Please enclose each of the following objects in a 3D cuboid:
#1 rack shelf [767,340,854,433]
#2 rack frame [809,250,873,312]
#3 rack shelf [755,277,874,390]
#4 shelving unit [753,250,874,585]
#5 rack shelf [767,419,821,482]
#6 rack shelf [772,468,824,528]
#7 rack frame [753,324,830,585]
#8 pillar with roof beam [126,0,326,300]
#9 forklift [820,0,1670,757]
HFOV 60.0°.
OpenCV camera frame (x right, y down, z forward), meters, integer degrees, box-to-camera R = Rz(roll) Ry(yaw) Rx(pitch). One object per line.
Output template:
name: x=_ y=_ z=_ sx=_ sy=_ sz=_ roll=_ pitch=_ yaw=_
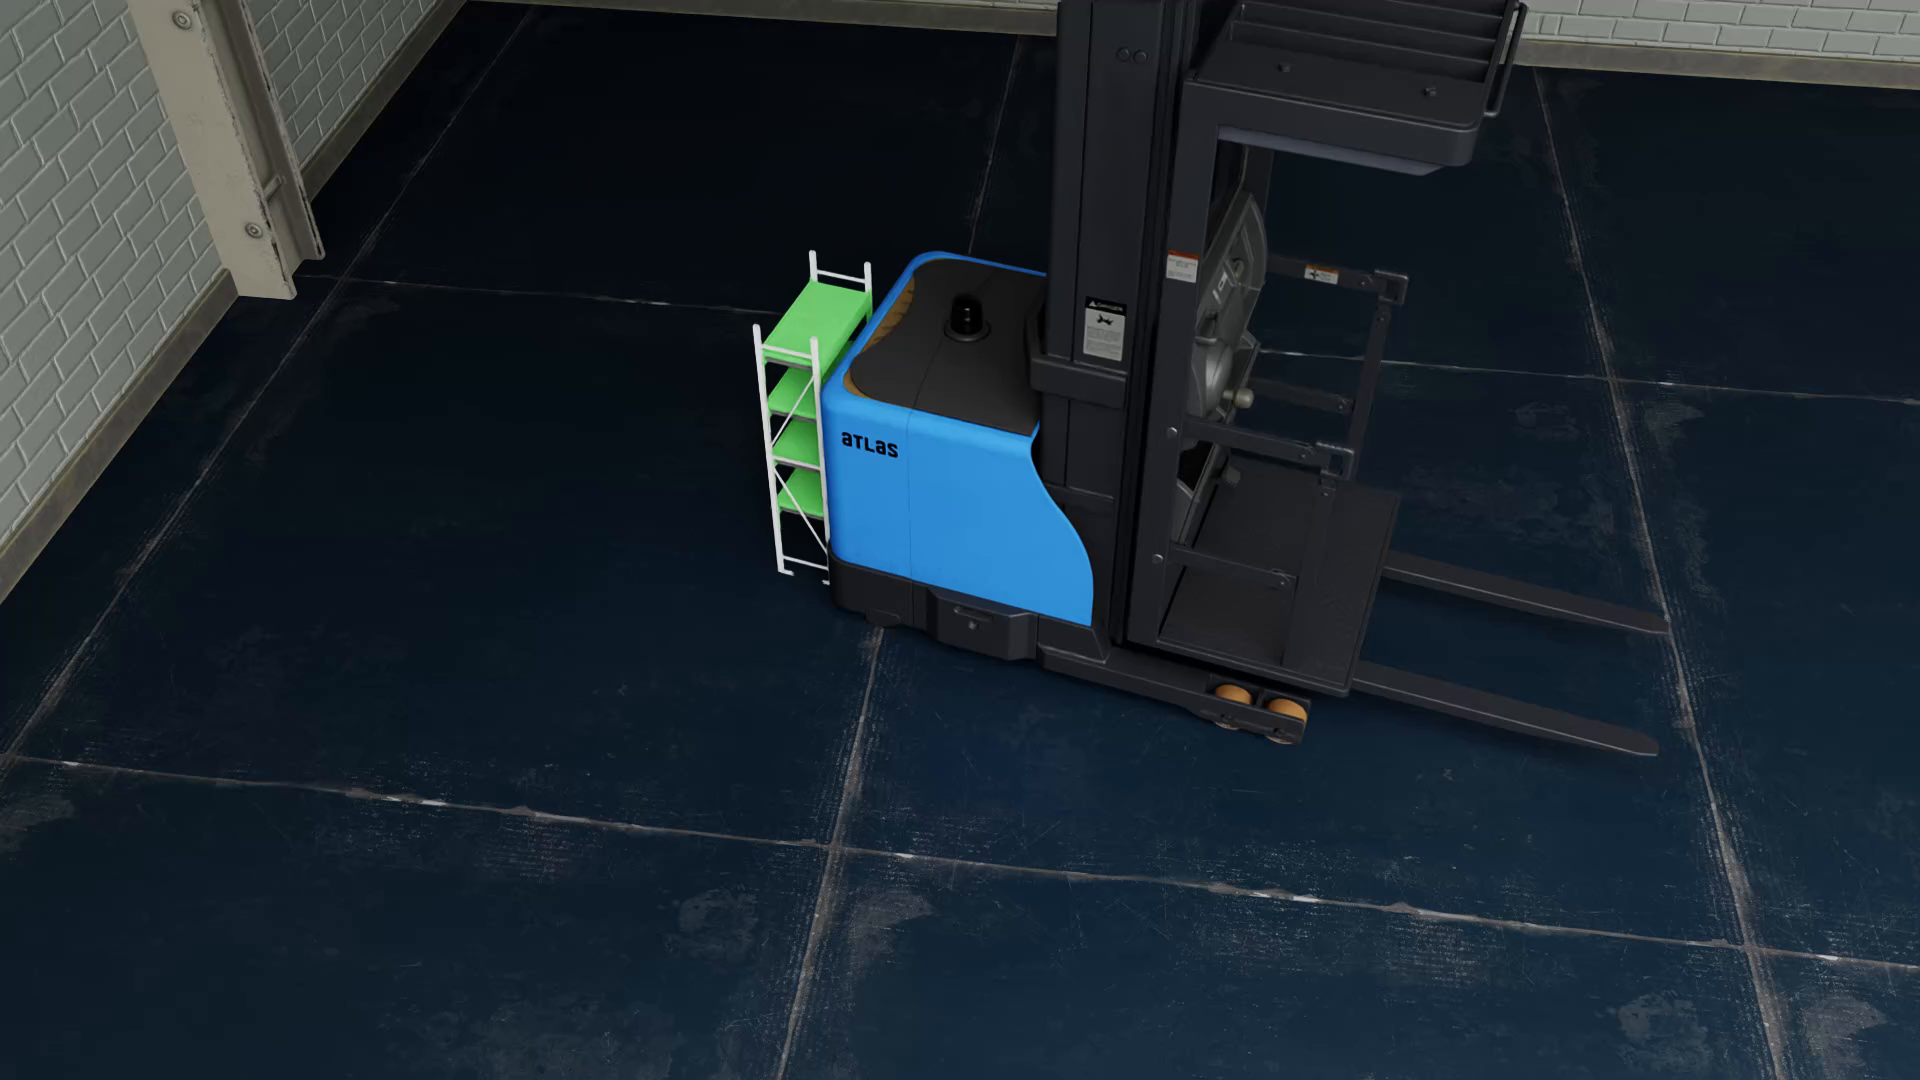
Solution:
rack shelf: x=-0.525 y=-0.572 z=6.225 sx=0.258 sy=0.148 sz=0.480 roll=14 pitch=45 yaw=14
rack frame: x=-0.441 y=-0.601 z=6.512 sx=0.240 sy=1.200 sz=0.015 roll=14 pitch=45 yaw=14
rack shelf: x=-0.525 y=-0.746 z=6.060 sx=0.258 sy=0.148 sz=0.480 roll=14 pitch=45 yaw=14
shelving unit: x=-0.525 y=-0.444 z=6.346 sx=0.258 sy=1.200 sz=0.503 roll=14 pitch=45 yaw=14
rack shelf: x=-0.525 y=-0.397 z=6.390 sx=0.258 sy=0.148 sz=0.480 roll=14 pitch=45 yaw=14
rack shelf: x=-0.525 y=-0.223 z=6.555 sx=0.258 sy=0.148 sz=0.480 roll=14 pitch=45 yaw=14
rack frame: x=-0.608 y=-0.286 z=6.179 sx=0.240 sy=1.200 sz=0.015 roll=14 pitch=45 yaw=14
pillar with roof beam: x=0.944 y=-4.177 z=4.616 sx=9.100 sy=9.000 sz=0.400 roll=5 pitch=44 yaw=6
forklift: x=1.070 y=-0.748 z=5.408 sx=3.031 sy=2.935 sz=1.130 roll=14 pitch=45 yaw=15
